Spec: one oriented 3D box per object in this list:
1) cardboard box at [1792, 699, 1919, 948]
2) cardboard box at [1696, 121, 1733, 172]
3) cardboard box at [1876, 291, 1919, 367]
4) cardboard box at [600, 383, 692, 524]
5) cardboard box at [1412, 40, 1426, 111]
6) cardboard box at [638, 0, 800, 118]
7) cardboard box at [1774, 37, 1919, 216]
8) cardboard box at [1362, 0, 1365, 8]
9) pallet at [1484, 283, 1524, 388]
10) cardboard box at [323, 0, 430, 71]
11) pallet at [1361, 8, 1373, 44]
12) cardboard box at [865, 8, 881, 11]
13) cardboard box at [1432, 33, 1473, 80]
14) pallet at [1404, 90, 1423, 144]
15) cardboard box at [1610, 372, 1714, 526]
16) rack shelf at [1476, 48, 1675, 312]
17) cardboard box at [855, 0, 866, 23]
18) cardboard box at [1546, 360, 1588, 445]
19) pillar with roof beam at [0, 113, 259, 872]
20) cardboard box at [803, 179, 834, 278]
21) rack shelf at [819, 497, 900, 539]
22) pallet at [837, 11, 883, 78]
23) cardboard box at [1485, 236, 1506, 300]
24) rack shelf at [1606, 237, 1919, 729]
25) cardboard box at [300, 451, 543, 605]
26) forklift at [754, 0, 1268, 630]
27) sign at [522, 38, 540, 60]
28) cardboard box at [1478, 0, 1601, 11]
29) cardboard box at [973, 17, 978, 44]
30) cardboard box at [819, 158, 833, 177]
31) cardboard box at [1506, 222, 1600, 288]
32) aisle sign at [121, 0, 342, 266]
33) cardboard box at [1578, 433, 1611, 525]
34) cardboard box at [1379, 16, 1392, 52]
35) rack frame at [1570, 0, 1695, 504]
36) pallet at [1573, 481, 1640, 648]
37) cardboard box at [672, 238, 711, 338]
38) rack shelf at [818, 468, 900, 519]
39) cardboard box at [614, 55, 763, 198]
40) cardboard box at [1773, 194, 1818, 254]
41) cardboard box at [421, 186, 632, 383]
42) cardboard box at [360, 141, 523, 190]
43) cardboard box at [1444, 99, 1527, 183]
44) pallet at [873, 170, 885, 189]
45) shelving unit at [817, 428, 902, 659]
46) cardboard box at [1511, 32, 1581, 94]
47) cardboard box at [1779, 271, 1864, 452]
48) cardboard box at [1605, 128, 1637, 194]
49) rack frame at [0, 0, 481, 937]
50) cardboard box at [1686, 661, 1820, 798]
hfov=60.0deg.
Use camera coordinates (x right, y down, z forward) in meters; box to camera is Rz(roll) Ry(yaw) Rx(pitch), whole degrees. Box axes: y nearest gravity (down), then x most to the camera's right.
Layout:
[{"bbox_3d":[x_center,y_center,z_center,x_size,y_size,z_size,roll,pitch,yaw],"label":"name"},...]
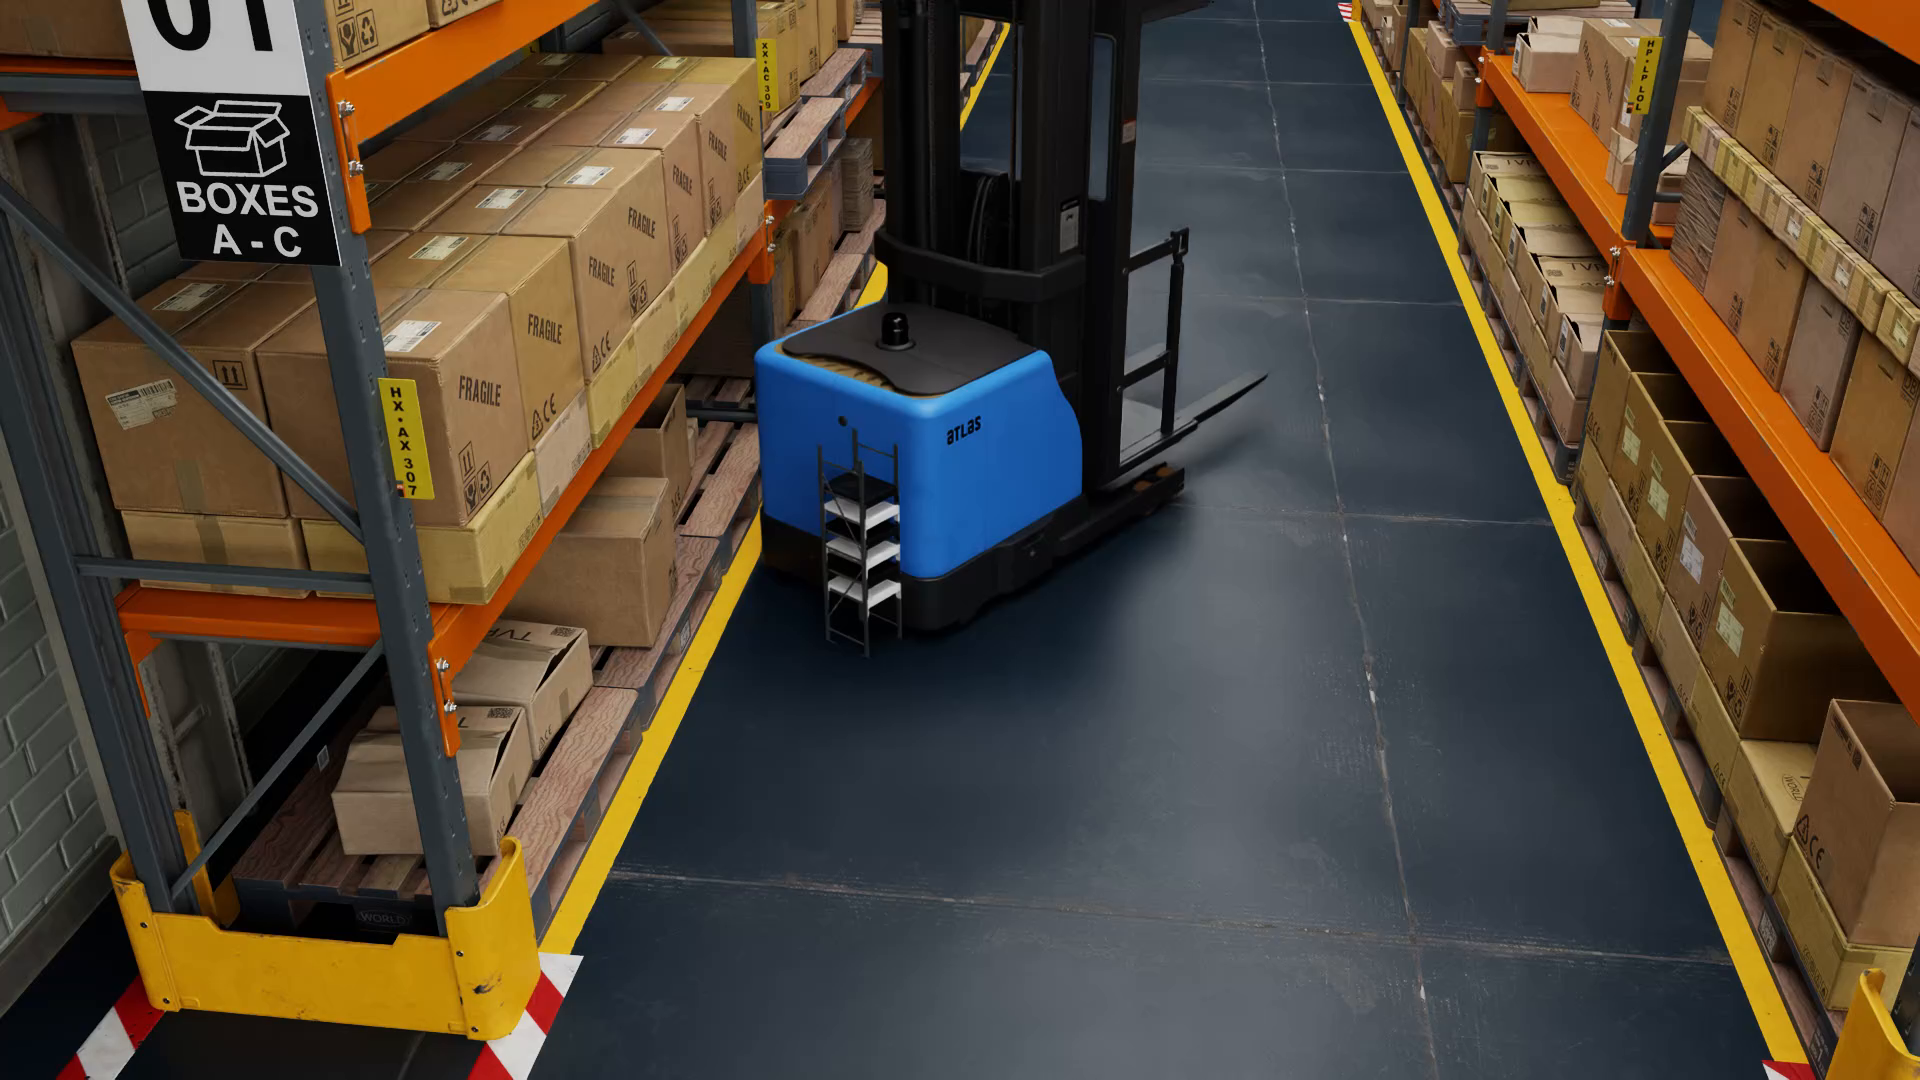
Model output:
[{"bbox_3d":[2.769,0.812,4.745,0.500,0.500,0.500,3,28,6],"label":"cardboard box"},{"bbox_3d":[3.233,-1.593,6.754,0.380,0.149,0.250,4,29,7],"label":"cardboard box"},{"bbox_3d":[2.983,-0.620,4.948,0.380,0.149,0.250,4,29,8],"label":"cardboard box"},{"bbox_3d":[-1.516,-0.385,7.473,0.500,0.500,0.500,1,28,2],"label":"cardboard box"},{"bbox_3d":[4.113,-3.890,13.980,0.500,0.500,0.500,4,29,7],"label":"cardboard box"},{"bbox_3d":[-1.256,-2.520,8.696,0.700,0.500,0.500,6,29,11],"label":"cardboard box"},{"bbox_3d":[3.318,-1.429,5.766,0.700,0.500,0.500,3,28,6],"label":"cardboard box"},{"bbox_3d":[4.536,-5.796,17.870,0.380,0.166,0.250,3,28,6],"label":"cardboard box"},{"bbox_3d":[3.687,-1.194,9.743,1.003,0.211,1.213,3,28,6],"label":"pallet"},{"bbox_3d":[-1.629,-1.416,3.926,0.500,0.500,0.500,4,29,8],"label":"cardboard box"},{"bbox_3d":[4.853,-5.506,17.748,1.003,0.211,1.213,3,28,6],"label":"pallet"},{"bbox_3d":[-0.668,-3.705,11.708,0.380,0.149,0.250,3,28,5],"label":"cardboard box"},{"bbox_3d":[3.984,-3.765,12.957,0.500,0.250,0.500,3,28,5],"label":"cardboard box"},{"bbox_3d":[4.407,-3.649,14.301,1.003,0.211,1.213,3,28,6],"label":"pallet"},{"bbox_3d":[3.068,-0.365,6.930,0.500,0.500,0.500,3,28,6],"label":"cardboard box"},{"bbox_3d":[3.734,-2.121,9.283,1.077,0.370,4.000,3,28,6],"label":"rack shelf"},{"bbox_3d":[-0.986,-3.681,10.851,0.700,0.500,0.500,0,28,0],"label":"cardboard box"},{"bbox_3d":[3.252,-0.683,8.311,0.500,0.250,0.500,3,28,6],"label":"cardboard box"},{"bbox_3d":[1.581,-2.670,3.219,9.100,9.000,0.400,3,28,6],"label":"pillar with roof beam"},{"bbox_3d":[-1.186,-1.945,10.370,0.700,0.500,0.500,3,28,6],"label":"cardboard box"},{"bbox_3d":[-0.403,-0.109,6.694,0.258,0.077,0.200,21,35,34],"label":"rack shelf"},{"bbox_3d":[-0.920,-3.239,10.802,1.213,0.211,1.003,3,28,6],"label":"pallet"},{"bbox_3d":[3.505,-1.642,10.092,0.500,0.250,0.500,3,28,5],"label":"cardboard box"},{"bbox_3d":[3.244,-0.238,5.788,1.077,0.370,4.000,3,28,6],"label":"rack shelf"},{"bbox_3d":[-1.543,-0.054,4.824,0.500,0.250,0.500,3,28,5],"label":"cardboard box"},{"bbox_3d":[0.441,-1.543,7.524,1.130,2.935,3.031,21,35,34],"label":"forklift"},{"bbox_3d":[-1.980,-2.323,7.678,0.100,0.325,0.005,3,28,6],"label":"sign"},{"bbox_3d":[3.944,-3.911,11.299,0.700,0.500,0.500,-6,29,-11],"label":"cardboard box"},{"bbox_3d":[-0.190,-5.215,16.460,0.700,0.500,0.500,3,28,6],"label":"cardboard box"},{"bbox_3d":[-1.107,-2.482,10.576,0.500,0.250,0.500,4,29,7],"label":"cardboard box"},{"bbox_3d":[3.440,-1.641,9.499,0.500,0.311,0.500,3,28,6],"label":"cardboard box"},{"bbox_3d":[-1.629,-0.993,3.689,0.394,0.787,0.004,3,28,6],"label":"aisle sign"},{"bbox_3d":[3.131,-0.270,7.545,0.500,0.250,0.500,3,28,6],"label":"cardboard box"},{"bbox_3d":[4.349,-4.910,16.072,0.500,0.311,0.500,3,28,6],"label":"cardboard box"},{"bbox_3d":[3.489,-1.496,7.365,1.000,3.000,0.127,3,28,6],"label":"rack frame"},{"bbox_3d":[3.350,0.103,7.336,1.003,0.211,1.213,3,28,6],"label":"pallet"},{"bbox_3d":[-1.301,-1.013,6.605,0.500,0.250,0.500,3,28,6],"label":"cardboard box"},{"bbox_3d":[-0.403,-0.188,6.651,0.258,0.077,0.200,21,35,34],"label":"rack shelf"},{"bbox_3d":[-1.179,-1.815,7.302,0.500,0.500,0.500,3,28,6],"label":"cardboard box"},{"bbox_3d":[3.110,-1.104,5.847,0.380,0.149,0.250,3,28,5],"label":"cardboard box"},{"bbox_3d":[-1.422,-0.855,5.520,0.500,0.500,0.500,2,28,5],"label":"cardboard box"},{"bbox_3d":[-1.879,-1.124,6.020,0.500,0.500,0.500,4,29,7],"label":"cardboard box"},{"bbox_3d":[3.860,-2.926,12.191,0.500,0.500,0.500,4,29,8],"label":"cardboard box"},{"bbox_3d":[-0.767,-2.804,12.733,1.003,0.211,1.213,3,28,6],"label":"pallet"},{"bbox_3d":[-0.403,0.020,6.763,0.258,0.900,0.210,21,35,34],"label":"shelving unit"},{"bbox_3d":[3.677,-2.930,10.120,0.500,0.311,0.500,3,28,6],"label":"cardboard box"},{"bbox_3d":[3.255,-0.605,5.606,0.700,0.500,0.500,4,29,8],"label":"cardboard box"},{"bbox_3d":[3.414,-1.862,8.185,0.396,0.266,0.258,3,28,5],"label":"cardboard box"},{"bbox_3d":[-1.918,0.100,4.401,1.000,3.000,0.127,3,28,6],"label":"rack frame"},{"bbox_3d":[2.880,0.671,5.798,0.500,0.250,0.500,3,28,6],"label":"cardboard box"}]
